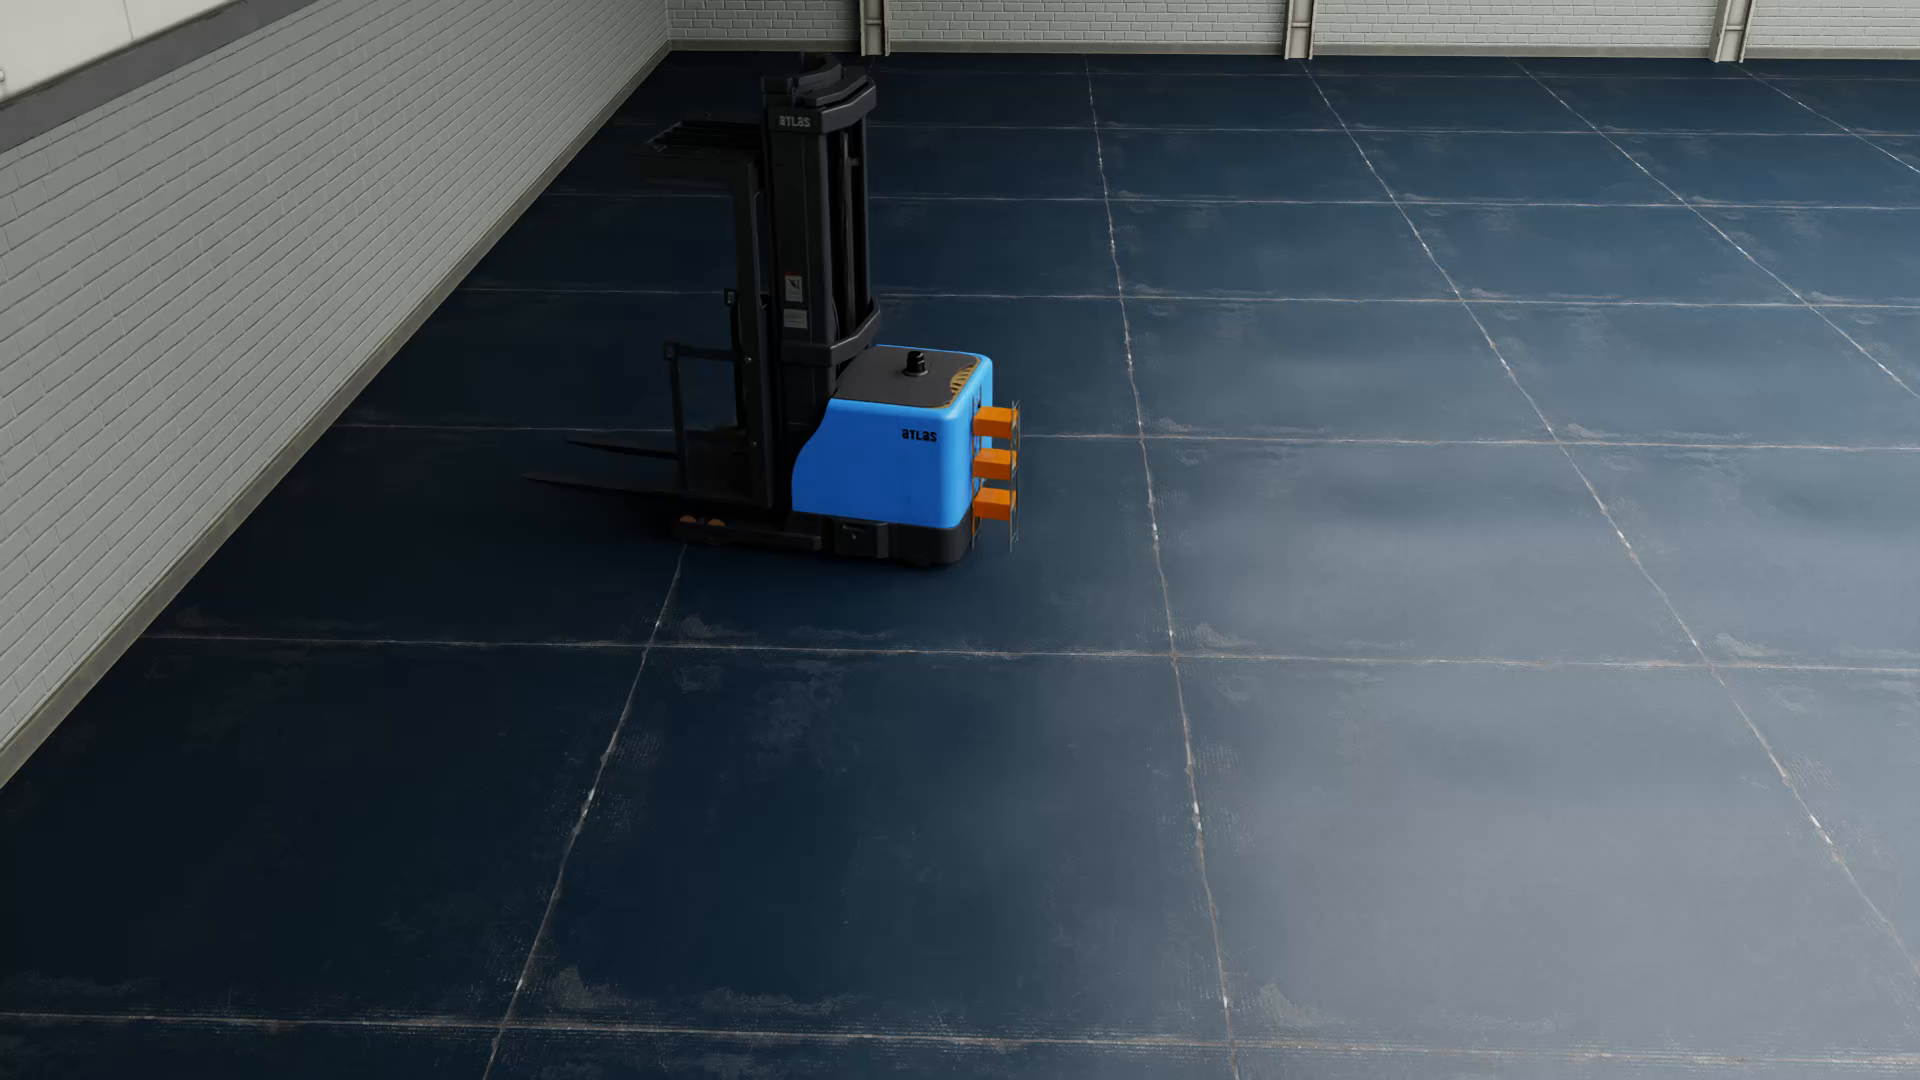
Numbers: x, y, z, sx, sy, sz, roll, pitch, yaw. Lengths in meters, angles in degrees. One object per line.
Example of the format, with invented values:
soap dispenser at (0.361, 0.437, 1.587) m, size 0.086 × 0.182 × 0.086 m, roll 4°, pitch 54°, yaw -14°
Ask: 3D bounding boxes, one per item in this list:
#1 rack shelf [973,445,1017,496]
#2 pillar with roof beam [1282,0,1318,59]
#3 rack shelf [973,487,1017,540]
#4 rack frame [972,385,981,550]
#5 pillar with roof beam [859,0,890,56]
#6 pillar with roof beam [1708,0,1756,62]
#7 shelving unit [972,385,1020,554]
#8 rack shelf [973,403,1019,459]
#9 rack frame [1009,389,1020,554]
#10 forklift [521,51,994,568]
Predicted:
rack shelf at (0.222, -0.423, 10.376) m, size 0.240 × 0.259 × 0.215 m, roll 7°, pitch 29°, yaw 13°
pillar with roof beam at (4.634, -8.828, 17.722) m, size 0.400 × 9.000 × 9.100 m, roll 1°, pitch 28°, yaw 2°
rack shelf at (0.222, -0.178, 10.506) m, size 0.240 × 0.259 × 0.215 m, roll 7°, pitch 29°, yaw 13°
rack frame at (0.104, -0.447, 10.398) m, size 0.008 × 1.050 × 0.200 m, roll 7°, pitch 29°, yaw 13°
pillar with roof beam at (-1.362, -8.928, 17.909) m, size 0.400 × 9.000 × 9.100 m, roll 1°, pitch 28°, yaw 2°
pillar with roof beam at (10.630, -8.729, 17.535) m, size 0.400 × 9.000 × 9.100 m, roll 1°, pitch 28°, yaw 2°
shelving unit at (0.222, -0.433, 10.371) m, size 0.252 × 1.050 × 0.215 m, roll 7°, pitch 29°, yaw 13°
rack shelf at (0.222, -0.674, 10.243) m, size 0.240 × 0.259 × 0.215 m, roll 7°, pitch 29°, yaw 13°
rack frame at (0.340, -0.418, 10.344) m, size 0.008 × 1.050 × 0.200 m, roll 7°, pitch 29°, yaw 13°
forklift at (-1.353, -1.488, 10.353) m, size 3.031 × 2.935 × 1.130 m, roll 7°, pitch 29°, yaw 13°
